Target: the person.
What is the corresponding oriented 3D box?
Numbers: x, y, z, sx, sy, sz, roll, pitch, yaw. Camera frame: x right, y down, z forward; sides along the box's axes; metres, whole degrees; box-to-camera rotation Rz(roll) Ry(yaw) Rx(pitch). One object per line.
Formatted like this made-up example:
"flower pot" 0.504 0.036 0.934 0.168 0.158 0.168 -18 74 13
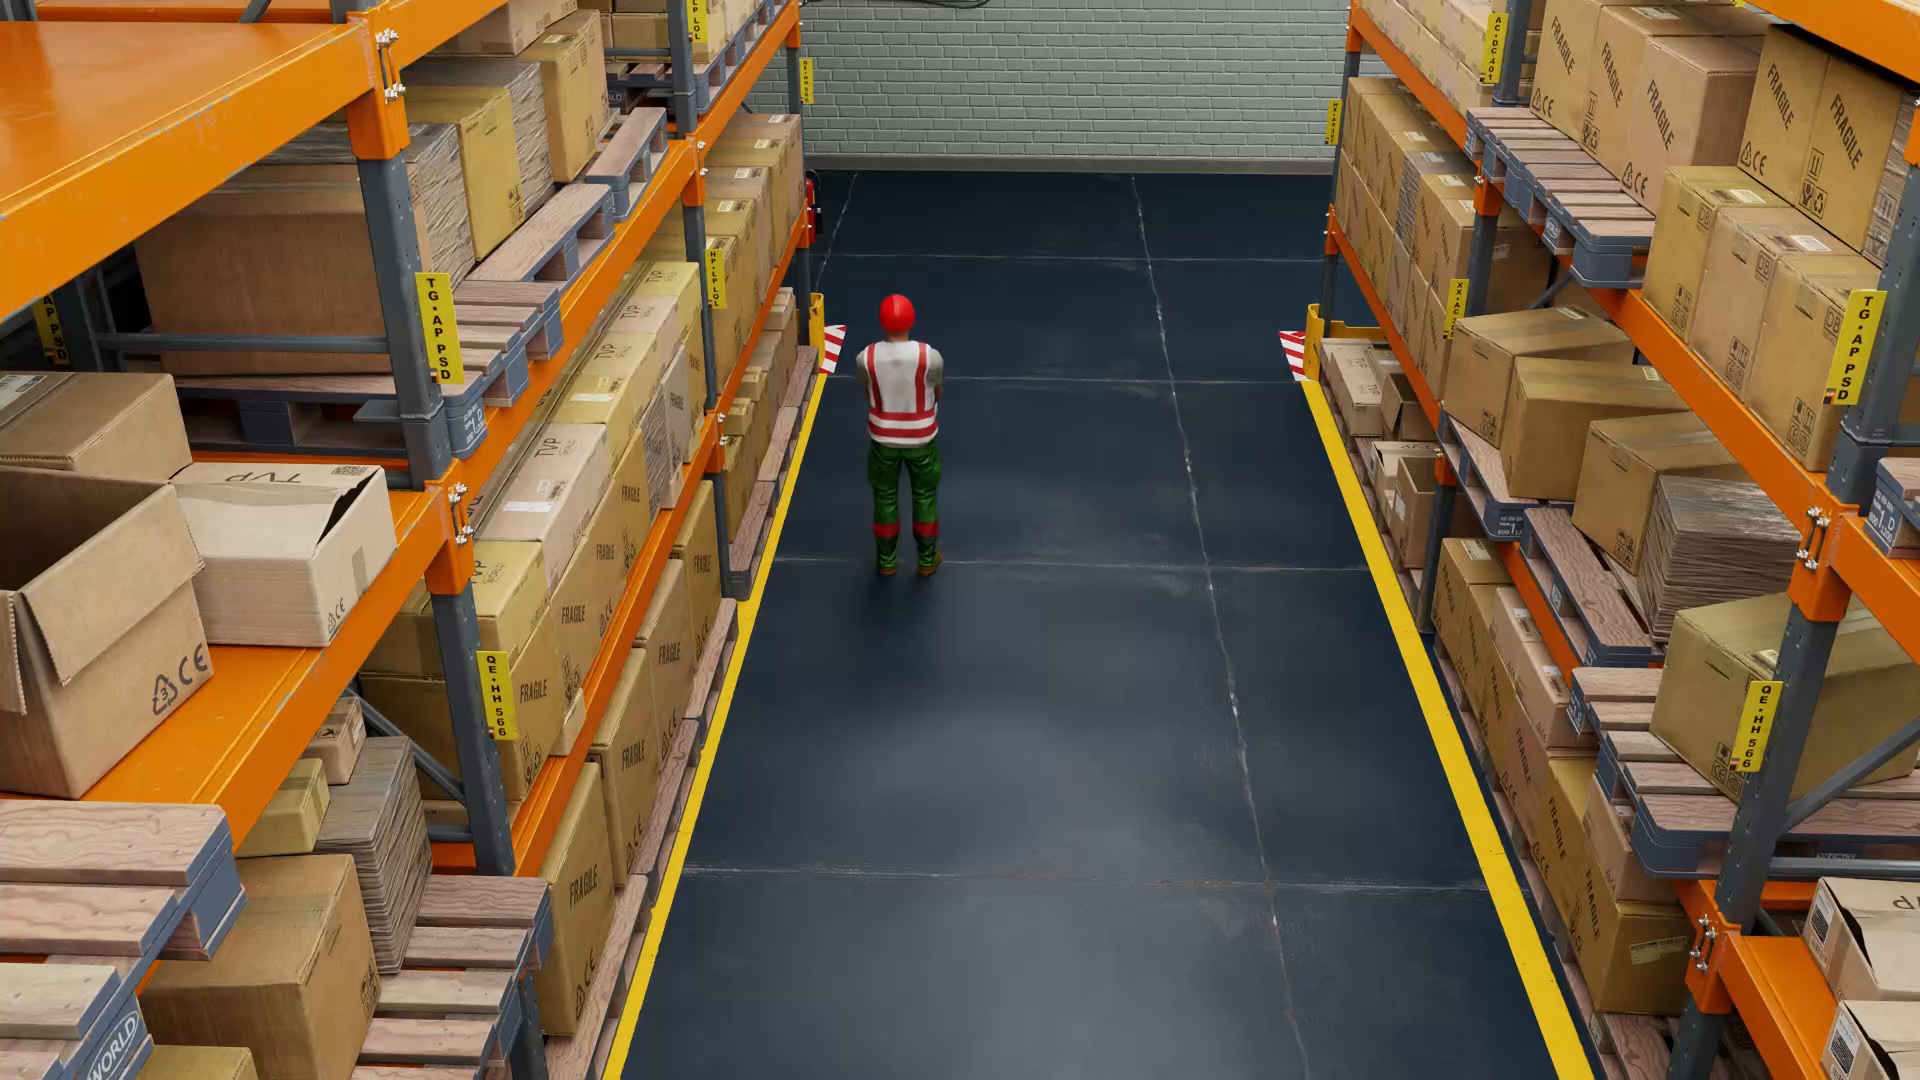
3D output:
"person" -0.339 -0.648 9.827 0.506 1.792 0.556 1 28 3
